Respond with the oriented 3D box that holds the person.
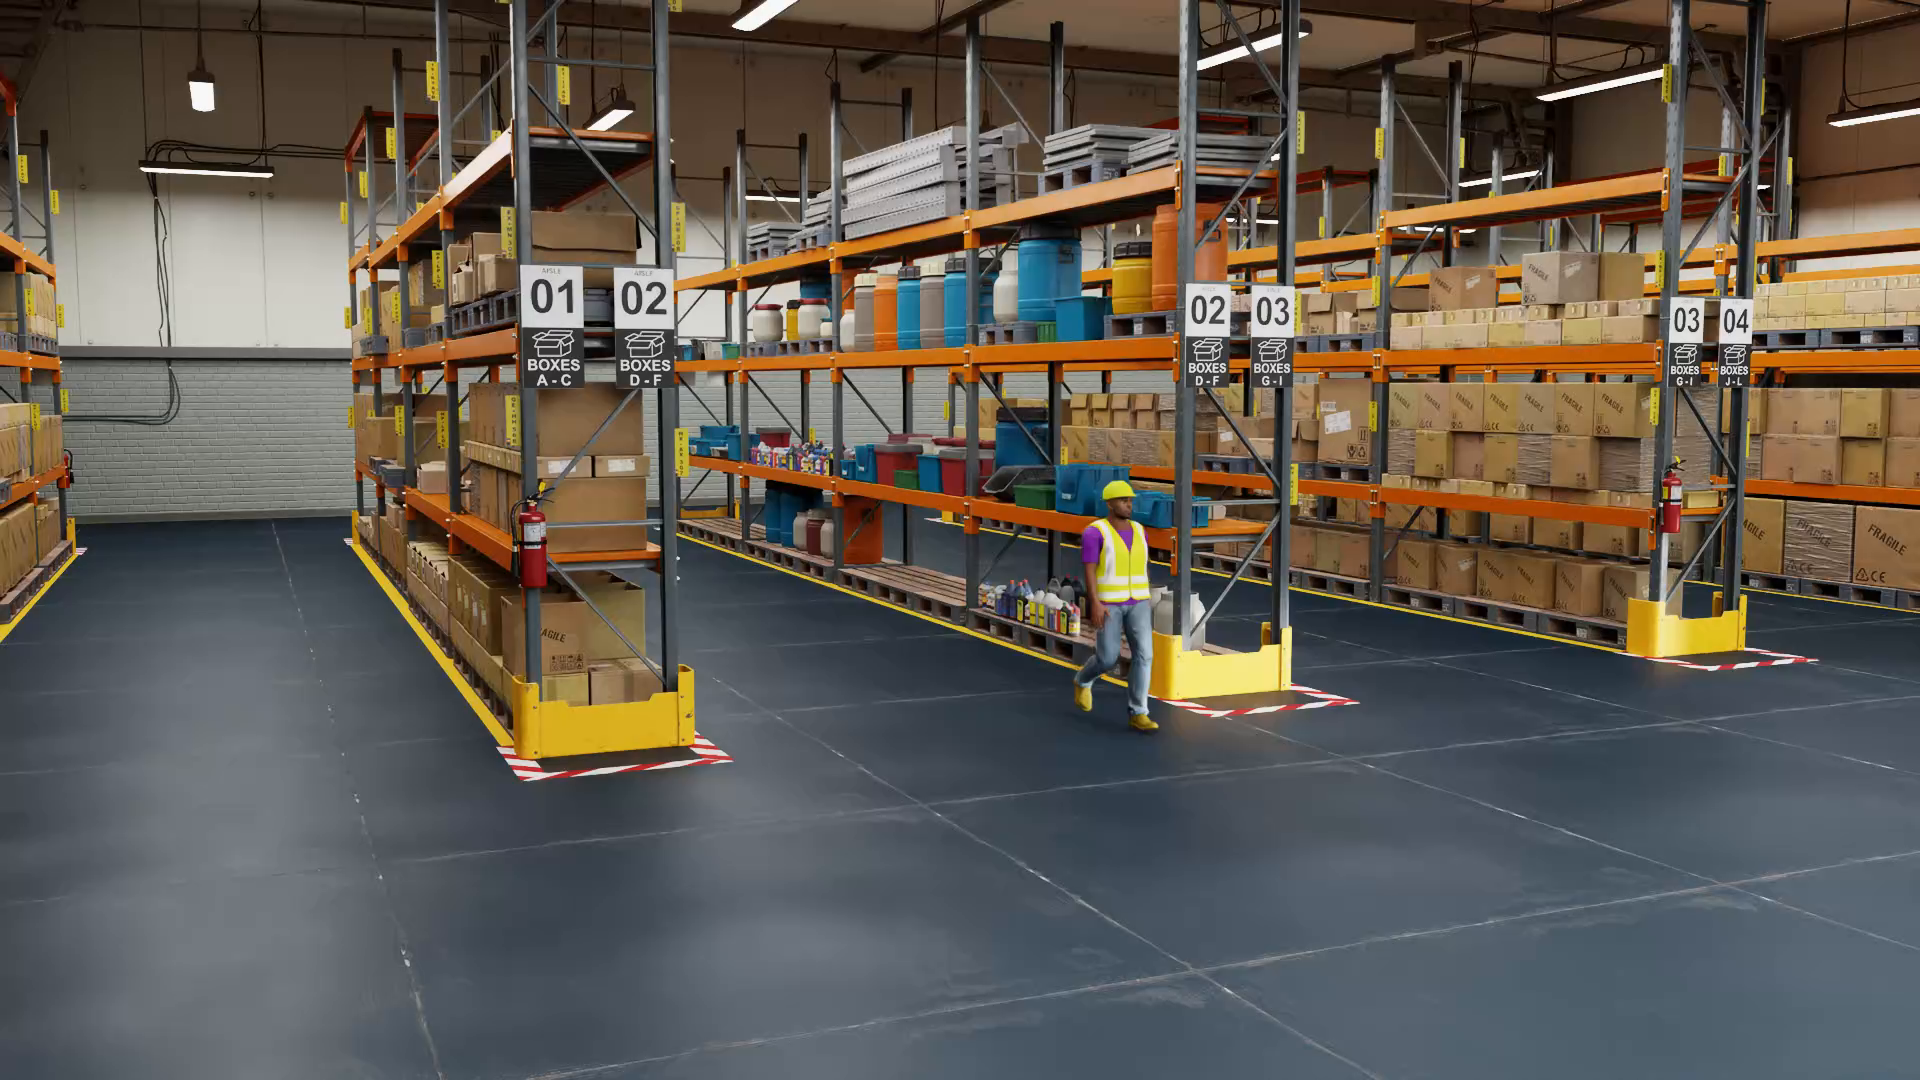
[{"bbox_3d":[1.148,0.447,11.822,0.585,1.736,0.796,-2,6,-23],"label":"person"}]
